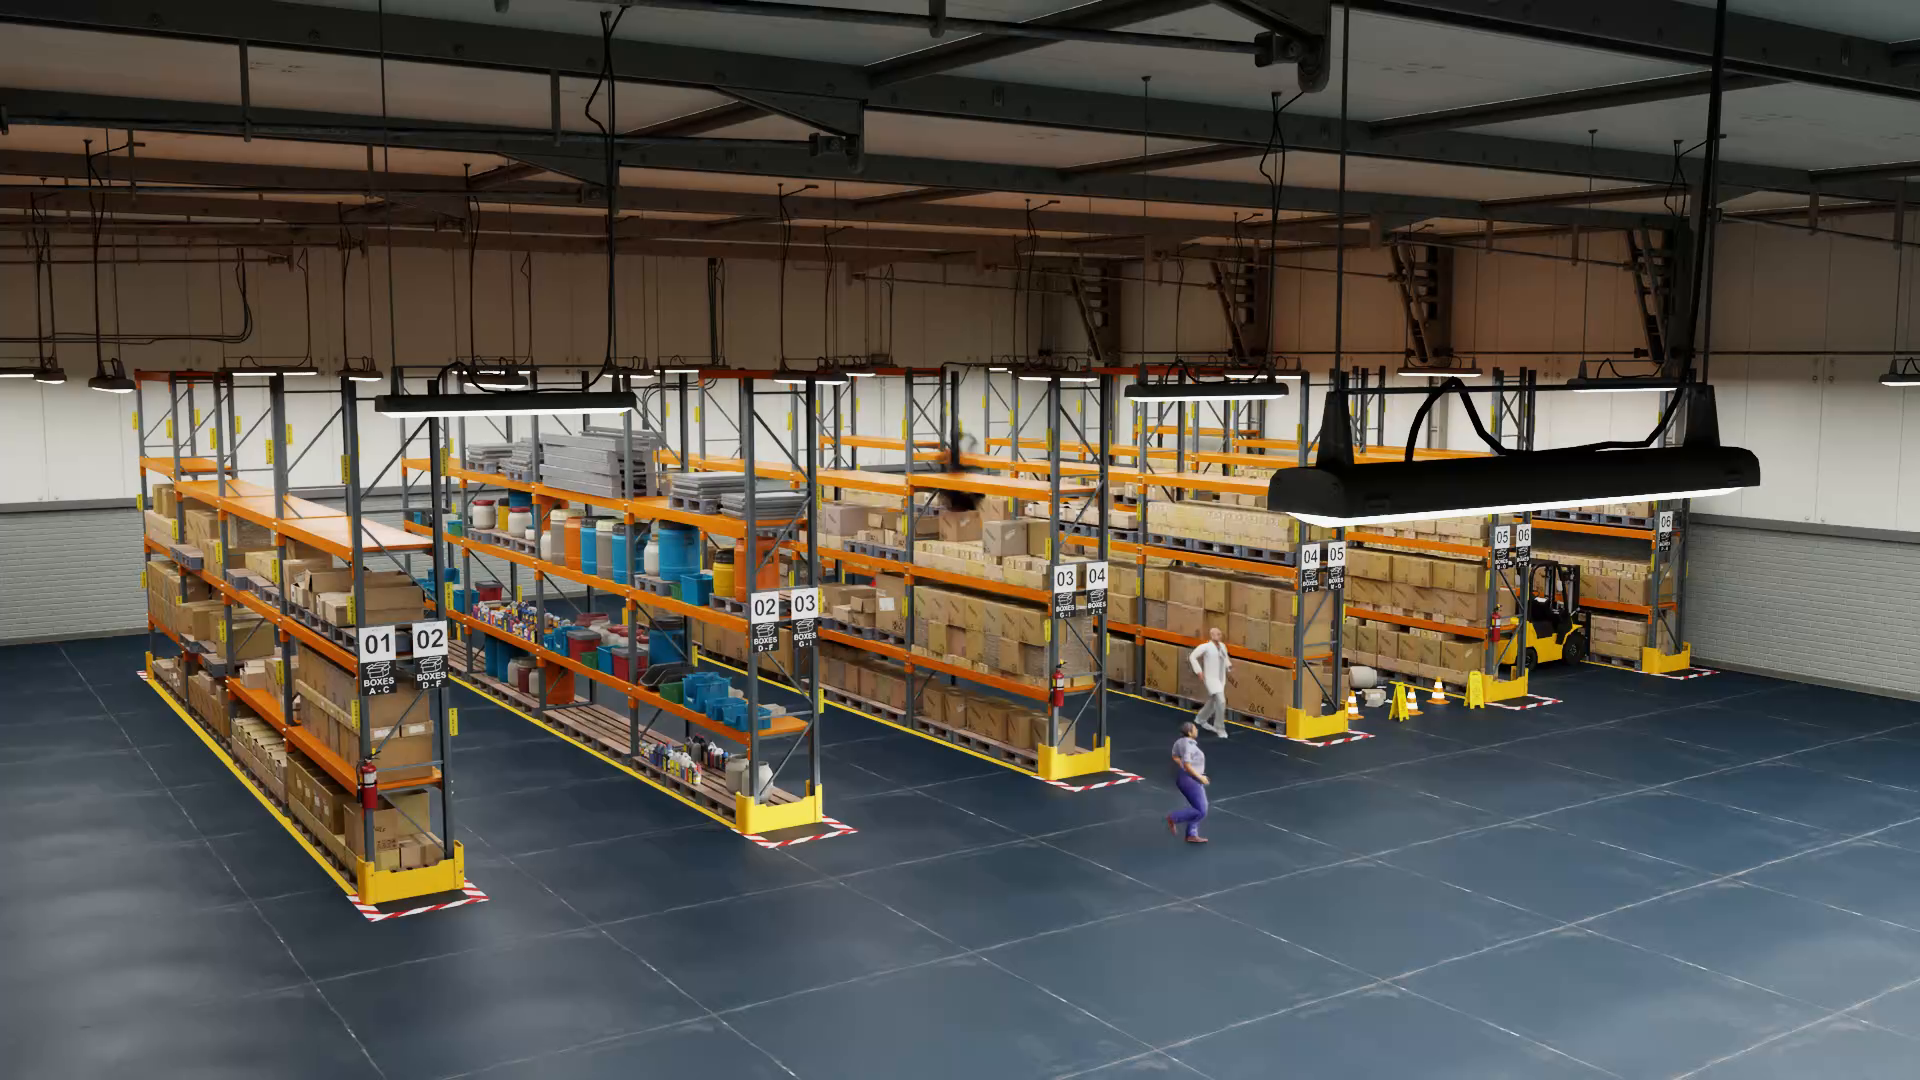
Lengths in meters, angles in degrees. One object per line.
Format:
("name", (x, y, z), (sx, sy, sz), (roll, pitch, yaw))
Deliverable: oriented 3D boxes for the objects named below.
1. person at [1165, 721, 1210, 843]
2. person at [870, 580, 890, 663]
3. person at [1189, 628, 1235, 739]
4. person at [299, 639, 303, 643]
("person", (2.912, 3.130, 21.438), (0.607, 1.608, 0.608), (-1, 7, -10))
("person", (-1.659, 1.684, 33.050), (0.644, 1.806, 0.915), (-5, 8, -38))
("person", (4.196, 2.365, 27.604), (0.704, 1.839, 0.836), (-6, 9, -41))
("person", (-12.492, 1.891, 31.959), (0.600, 1.690, 0.899), (-6, 9, -45))
